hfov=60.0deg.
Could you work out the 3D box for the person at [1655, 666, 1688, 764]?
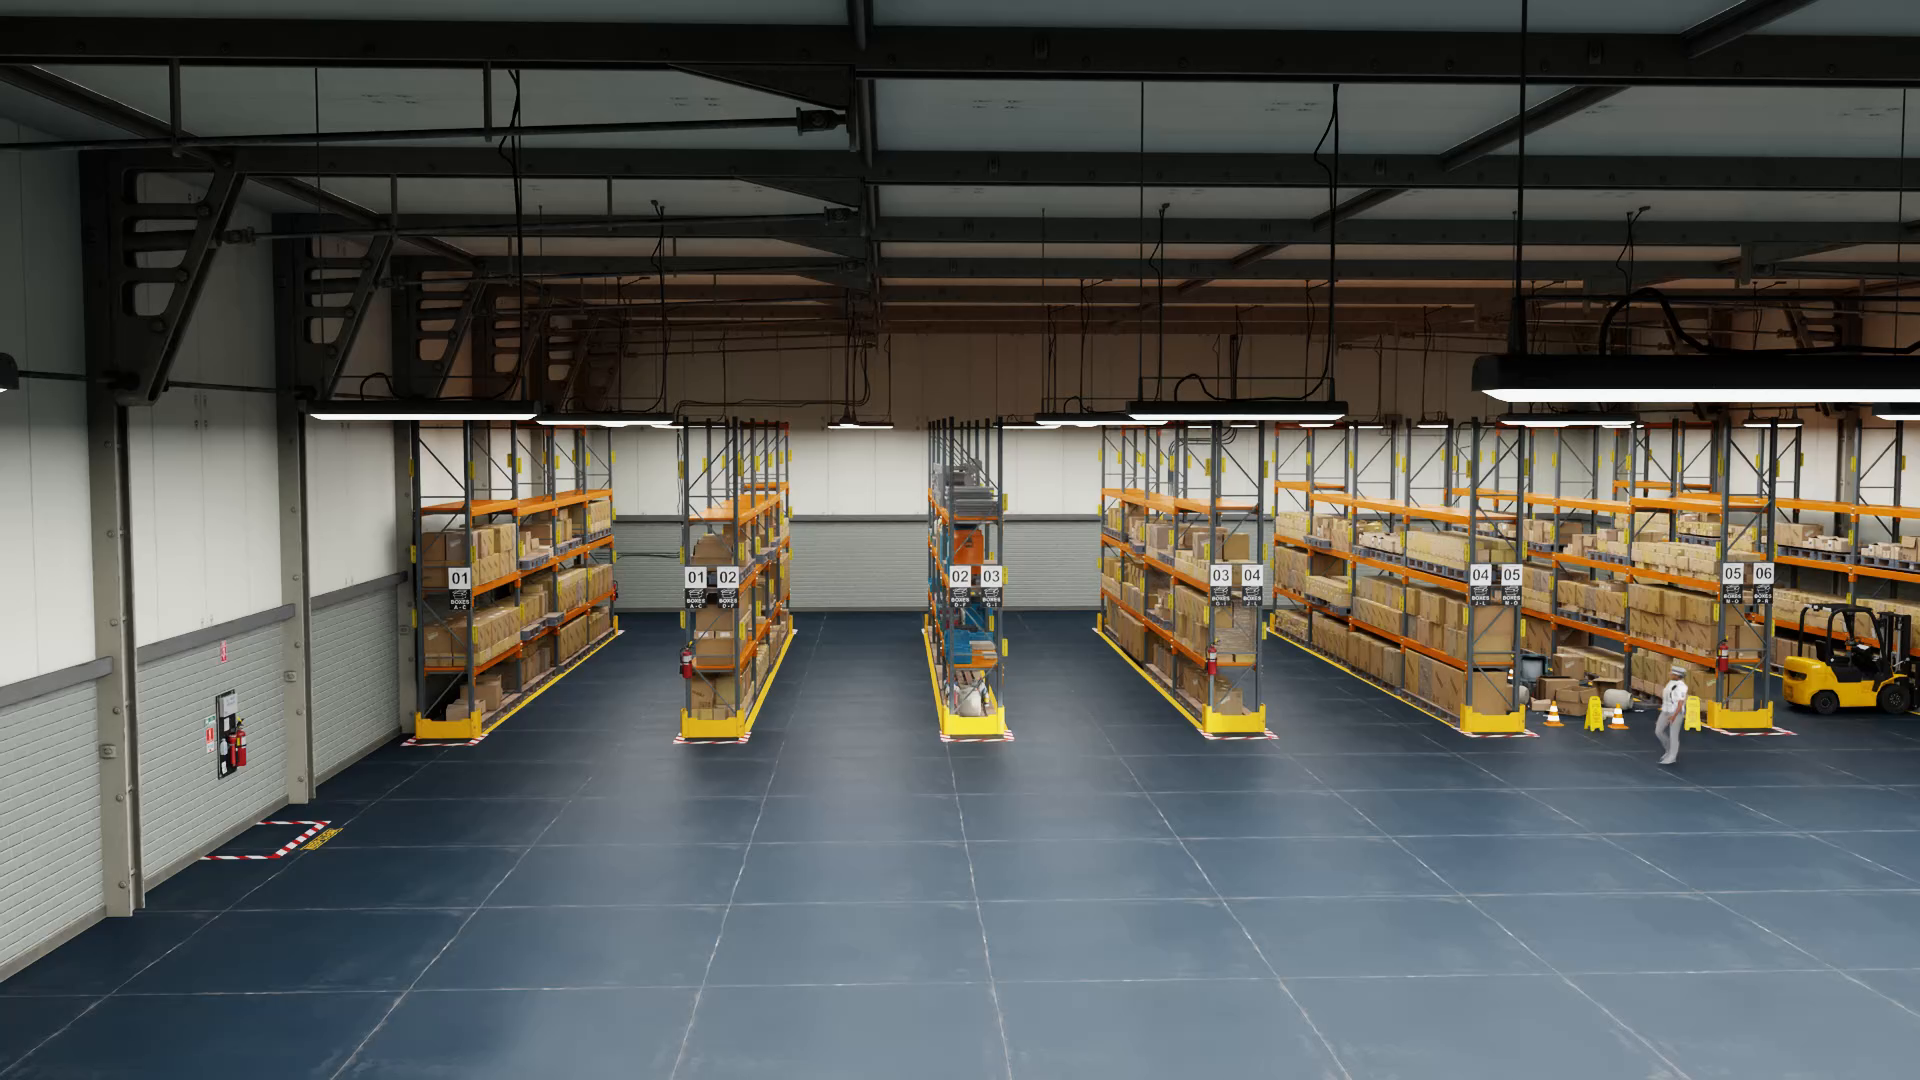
[{"bbox_3d":[12.272,3.019,28.740,0.481,1.695,0.526,-1,4,-21],"label":"person"}]
